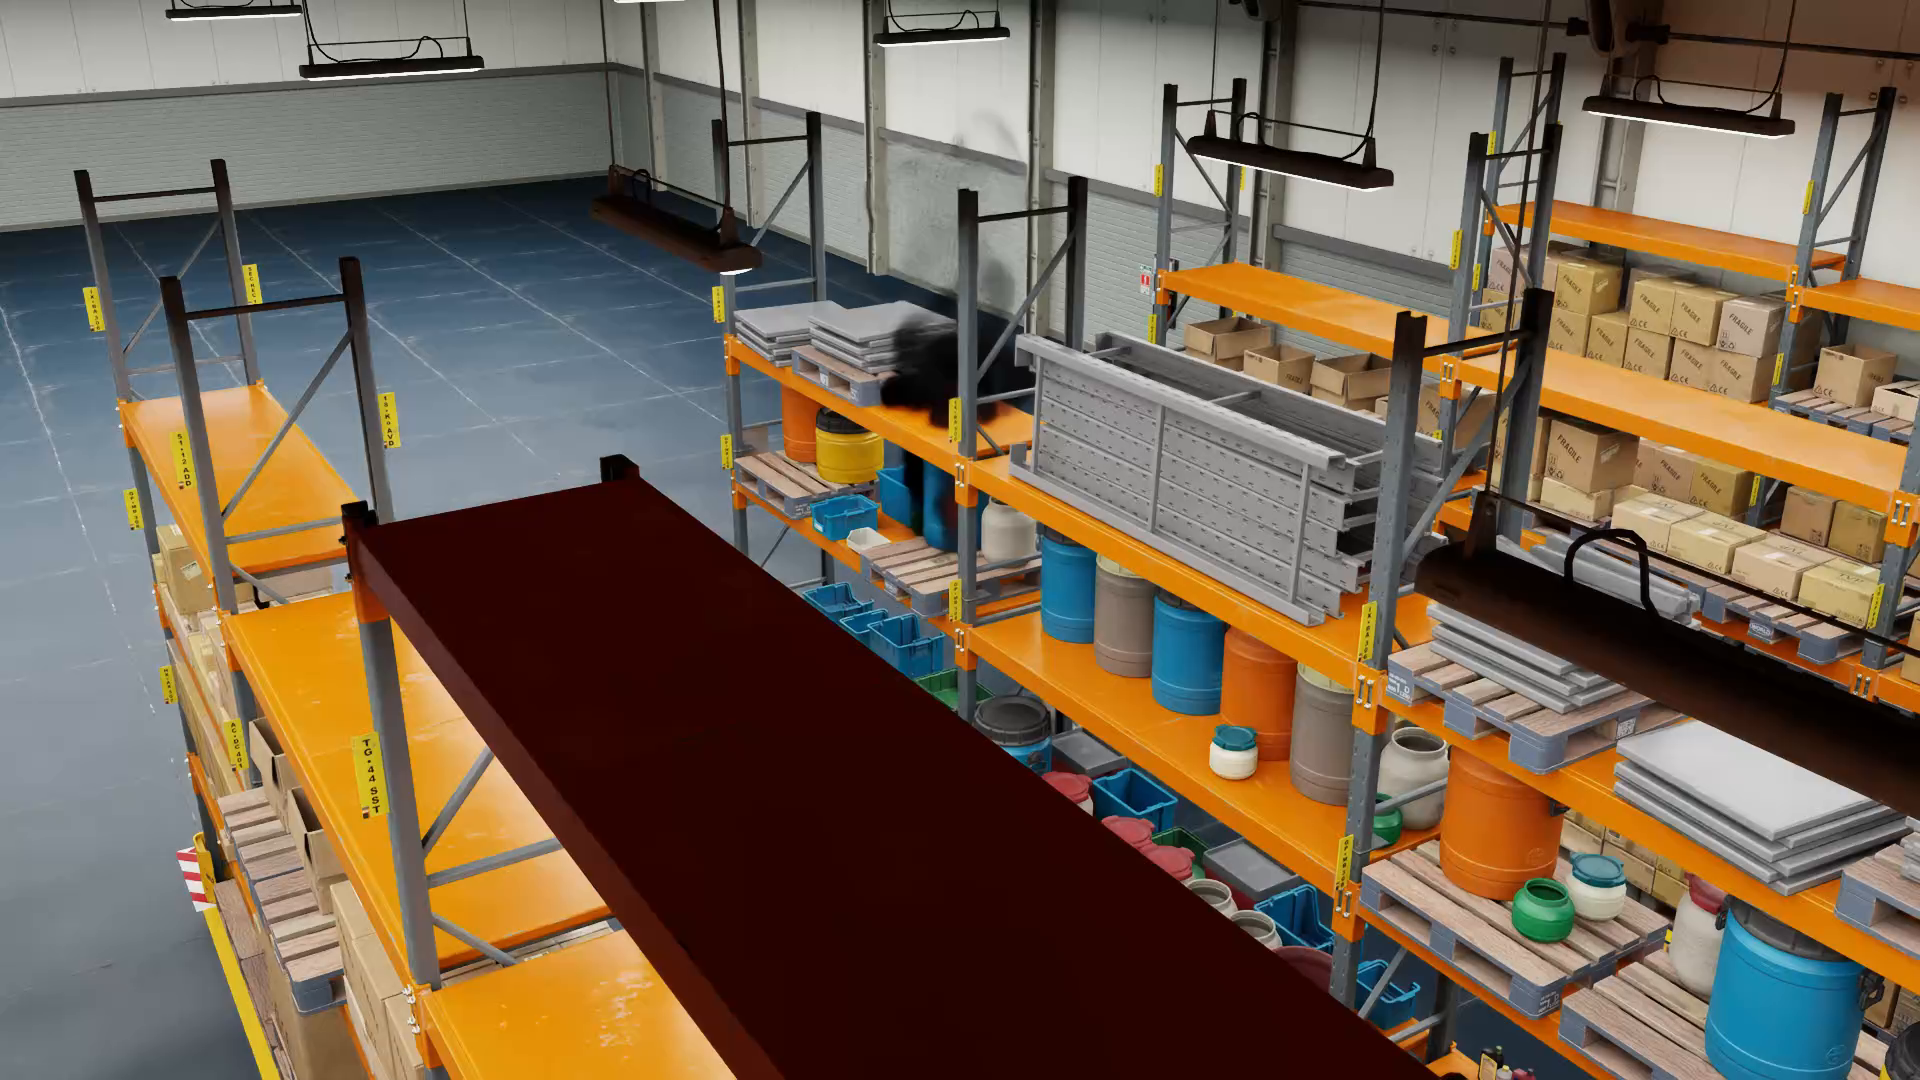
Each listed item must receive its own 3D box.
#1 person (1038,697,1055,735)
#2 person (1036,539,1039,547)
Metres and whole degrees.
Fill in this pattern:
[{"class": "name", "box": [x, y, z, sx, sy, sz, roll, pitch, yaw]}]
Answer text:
[{"class": "person", "box": [0.923, 1.330, 15.725, 0.691, 1.762, 0.799, -15, 26, -32]}, {"class": "person", "box": [0.600, -0.359, 20.016, 0.709, 1.699, 0.668, -3, 22, -8]}]
